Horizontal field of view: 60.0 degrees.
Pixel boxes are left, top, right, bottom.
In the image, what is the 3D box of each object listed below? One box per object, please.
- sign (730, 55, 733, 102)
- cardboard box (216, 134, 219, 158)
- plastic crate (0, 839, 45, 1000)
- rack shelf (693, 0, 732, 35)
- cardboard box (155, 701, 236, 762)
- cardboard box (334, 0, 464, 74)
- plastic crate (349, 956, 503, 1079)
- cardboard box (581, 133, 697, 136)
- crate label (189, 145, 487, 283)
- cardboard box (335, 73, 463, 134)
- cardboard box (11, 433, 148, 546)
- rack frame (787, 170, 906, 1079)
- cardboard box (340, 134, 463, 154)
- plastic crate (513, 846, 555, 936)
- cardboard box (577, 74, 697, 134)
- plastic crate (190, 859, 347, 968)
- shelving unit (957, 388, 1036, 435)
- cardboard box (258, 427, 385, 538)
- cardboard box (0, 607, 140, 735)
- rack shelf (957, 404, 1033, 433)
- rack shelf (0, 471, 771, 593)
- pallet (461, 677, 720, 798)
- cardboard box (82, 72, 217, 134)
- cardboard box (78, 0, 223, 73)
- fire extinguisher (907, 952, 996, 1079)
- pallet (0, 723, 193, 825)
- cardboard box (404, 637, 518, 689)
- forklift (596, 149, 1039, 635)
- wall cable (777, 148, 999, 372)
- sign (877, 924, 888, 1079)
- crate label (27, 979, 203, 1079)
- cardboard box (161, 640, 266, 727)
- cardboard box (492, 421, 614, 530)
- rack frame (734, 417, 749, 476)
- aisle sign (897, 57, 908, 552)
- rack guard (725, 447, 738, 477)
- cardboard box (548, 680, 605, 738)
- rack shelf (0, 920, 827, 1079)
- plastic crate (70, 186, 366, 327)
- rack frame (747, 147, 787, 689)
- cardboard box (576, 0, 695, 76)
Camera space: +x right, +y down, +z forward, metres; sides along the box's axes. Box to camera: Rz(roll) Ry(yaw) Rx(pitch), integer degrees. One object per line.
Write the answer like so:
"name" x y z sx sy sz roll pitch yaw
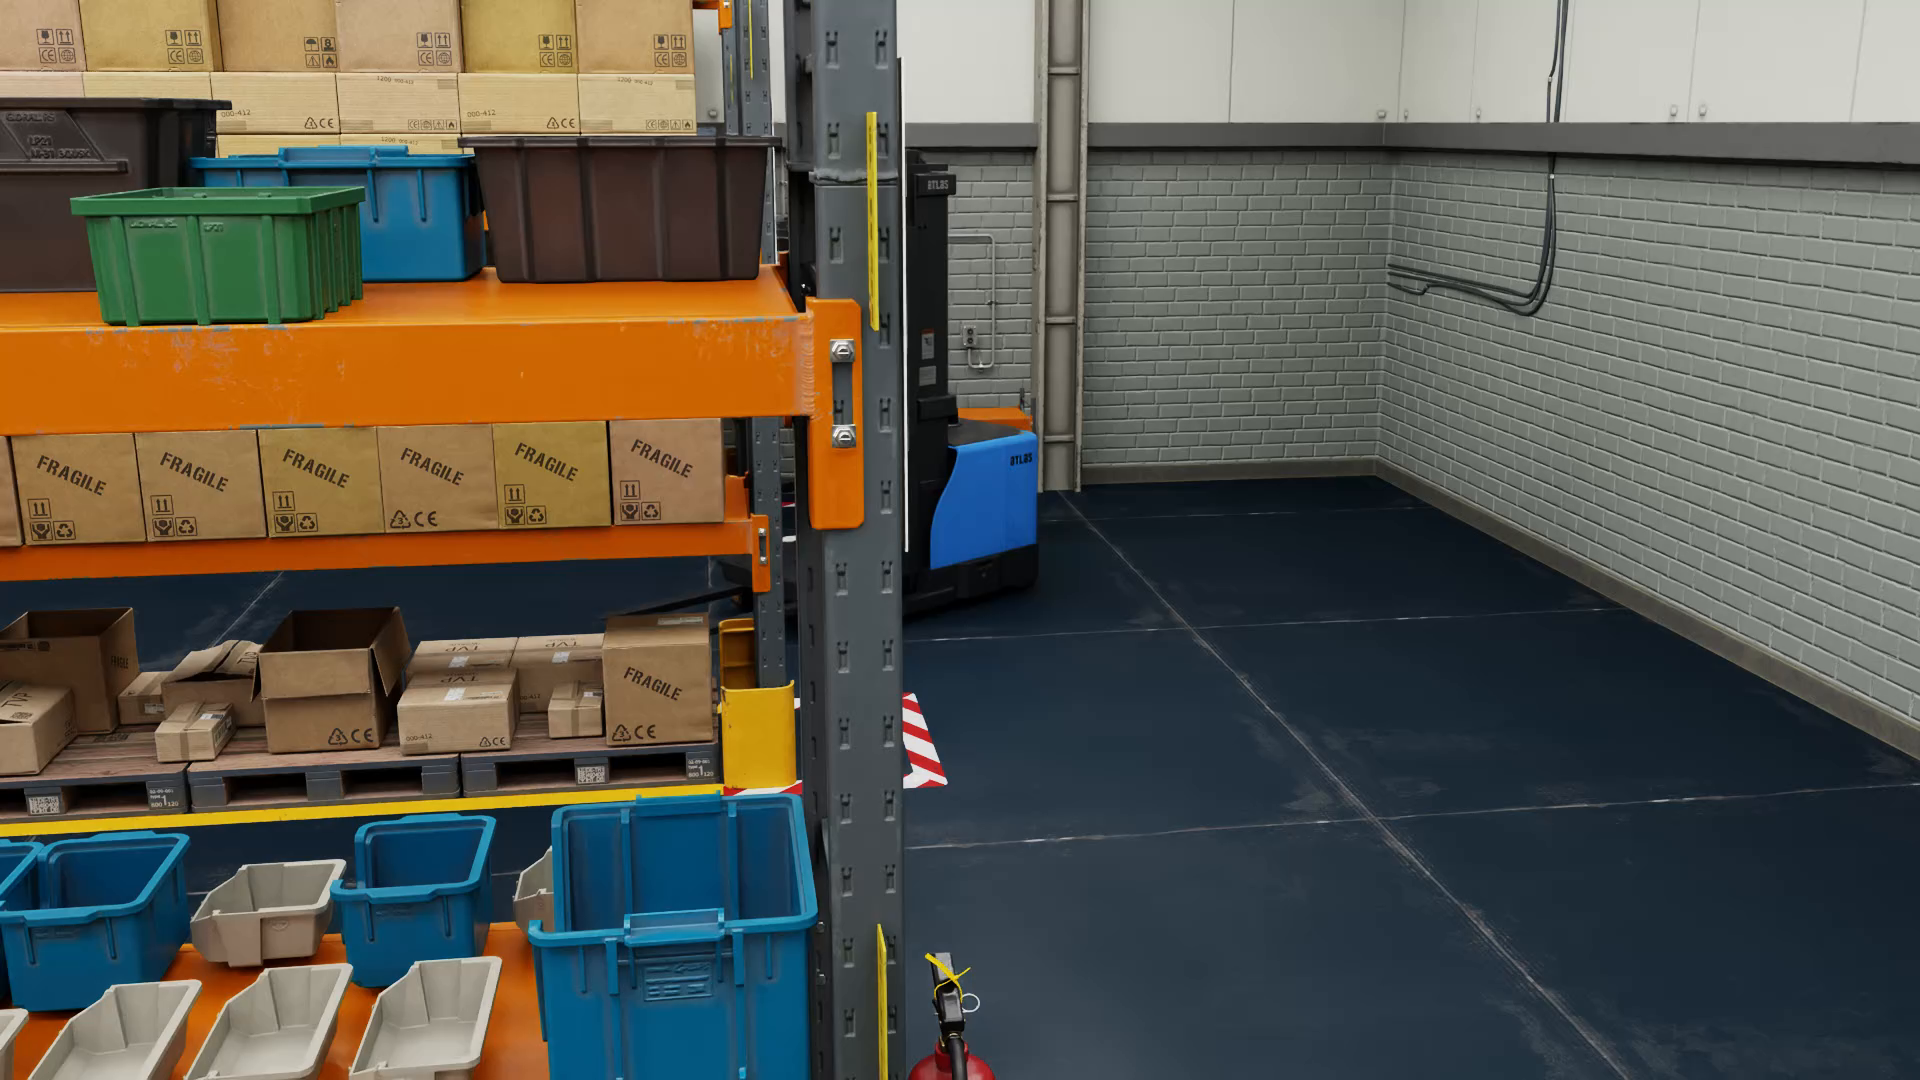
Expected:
"sign" -1.641 -3.314 11.947 0.005 0.325 0.100 -2 14 -8
"cardboard box" -3.414 -1.638 7.229 0.500 0.250 0.500 -2 14 -8
"plastic crate" -2.124 0.824 3.490 0.300 0.233 0.416 -2 14 -8
"rack shelf" -3.686 -3.894 12.050 4.000 0.370 1.077 -2 14 -8
"cardboard box" -3.620 0.901 7.882 0.250 0.166 0.380 -2 14 -8
"cardboard box" -2.457 -2.332 7.427 0.500 0.500 0.700 -2 14 -8
"plastic crate" -1.011 0.956 3.163 0.243 0.136 0.396 -2 14 -8
"cardboard box" -1.435 -1.708 7.508 0.500 0.250 0.500 -2 14 -8
"crate label" -1.193 -0.643 3.260 0.502 0.251 0.408 -2 14 -8
"cardboard box" -2.426 -1.917 7.314 0.500 0.250 0.500 -2 14 -8
"cardboard box" -3.871 -0.284 7.481 0.500 0.500 0.500 -2 14 -7
"rack frame" -0.232 0.784 3.430 0.127 3.000 1.000 -2 14 -8
"cardboard box" -2.424 -1.671 7.361 0.500 0.250 0.500 -2 14 -8
"plastic crate" -0.855 0.804 3.768 0.298 0.136 0.250 -2 14 -8
"cardboard box" -1.436 -1.953 7.455 0.500 0.250 0.500 -2 14 -8
"plastic crate" -1.526 0.829 3.670 0.298 0.136 0.250 -2 14 -8
"shelving unit" 0.007 -0.546 12.586 1.048 1.125 0.538 -2 14 -8
"cardboard box" -2.874 -0.320 7.626 0.500 0.500 0.500 -2 14 -9
"cardboard box" -4.401 0.647 8.209 0.500 0.500 0.500 -2 14 -8
"rack shelf" 0.007 -0.830 12.515 1.000 0.278 0.538 -2 14 -8
"rack shelf" -2.944 0.014 7.980 4.000 0.370 1.077 -2 14 -8
"pallet" -1.830 0.977 8.394 1.213 0.211 1.003 -2 14 -8
"cardboard box" -3.413 -1.879 7.163 0.500 0.250 0.500 -2 14 -8
"cardboard box" -3.437 -2.282 7.226 0.500 0.500 0.700 -2 14 -8
"fire extinguisher" -0.015 1.106 3.071 0.183 0.674 0.296 -2 14 -8
"pallet" -4.242 1.065 8.041 1.213 0.211 1.003 -2 14 -8
"cardboard box" -2.535 0.700 8.512 0.500 0.250 0.500 -2 14 -8
"forklift" -0.866 -0.942 10.451 3.031 2.935 1.130 -13 19 -43
"wall cable" -0.583 -2.366 13.901 1.851 1.984 0.084 -2 14 -8
"sign" -0.134 0.836 2.885 0.005 0.325 0.100 -2 14 -8
"crate label" -1.572 0.979 3.072 0.243 0.136 0.396 -2 14 -8
"cardboard box" -3.659 0.712 8.340 0.500 0.311 0.500 -2 14 -8
"cardboard box" -1.881 -0.355 7.765 0.500 0.500 0.500 -2 14 -8
"rack frame" -1.708 -1.599 12.932 0.127 3.000 1.000 -2 14 -8
"aisle sign" -0.117 -0.409 2.843 0.004 0.787 0.394 -2 14 -8
"rack guard" -1.684 -0.388 13.240 0.348 0.500 1.175 -2 14 -8
"cardboard box" -1.881 0.825 8.186 0.250 0.166 0.380 -2 14 -8
"rack shelf" -2.210 1.205 3.229 4.000 0.370 1.077 -2 14 -8
"plastic crate" -1.165 -0.464 2.675 0.336 0.188 0.450 -2 14 -8
"rack frame" -0.966 -0.408 8.182 0.127 3.000 1.000 -2 14 -8
"cardboard box" -1.472 -2.374 7.593 0.500 0.500 0.700 -2 14 -8
